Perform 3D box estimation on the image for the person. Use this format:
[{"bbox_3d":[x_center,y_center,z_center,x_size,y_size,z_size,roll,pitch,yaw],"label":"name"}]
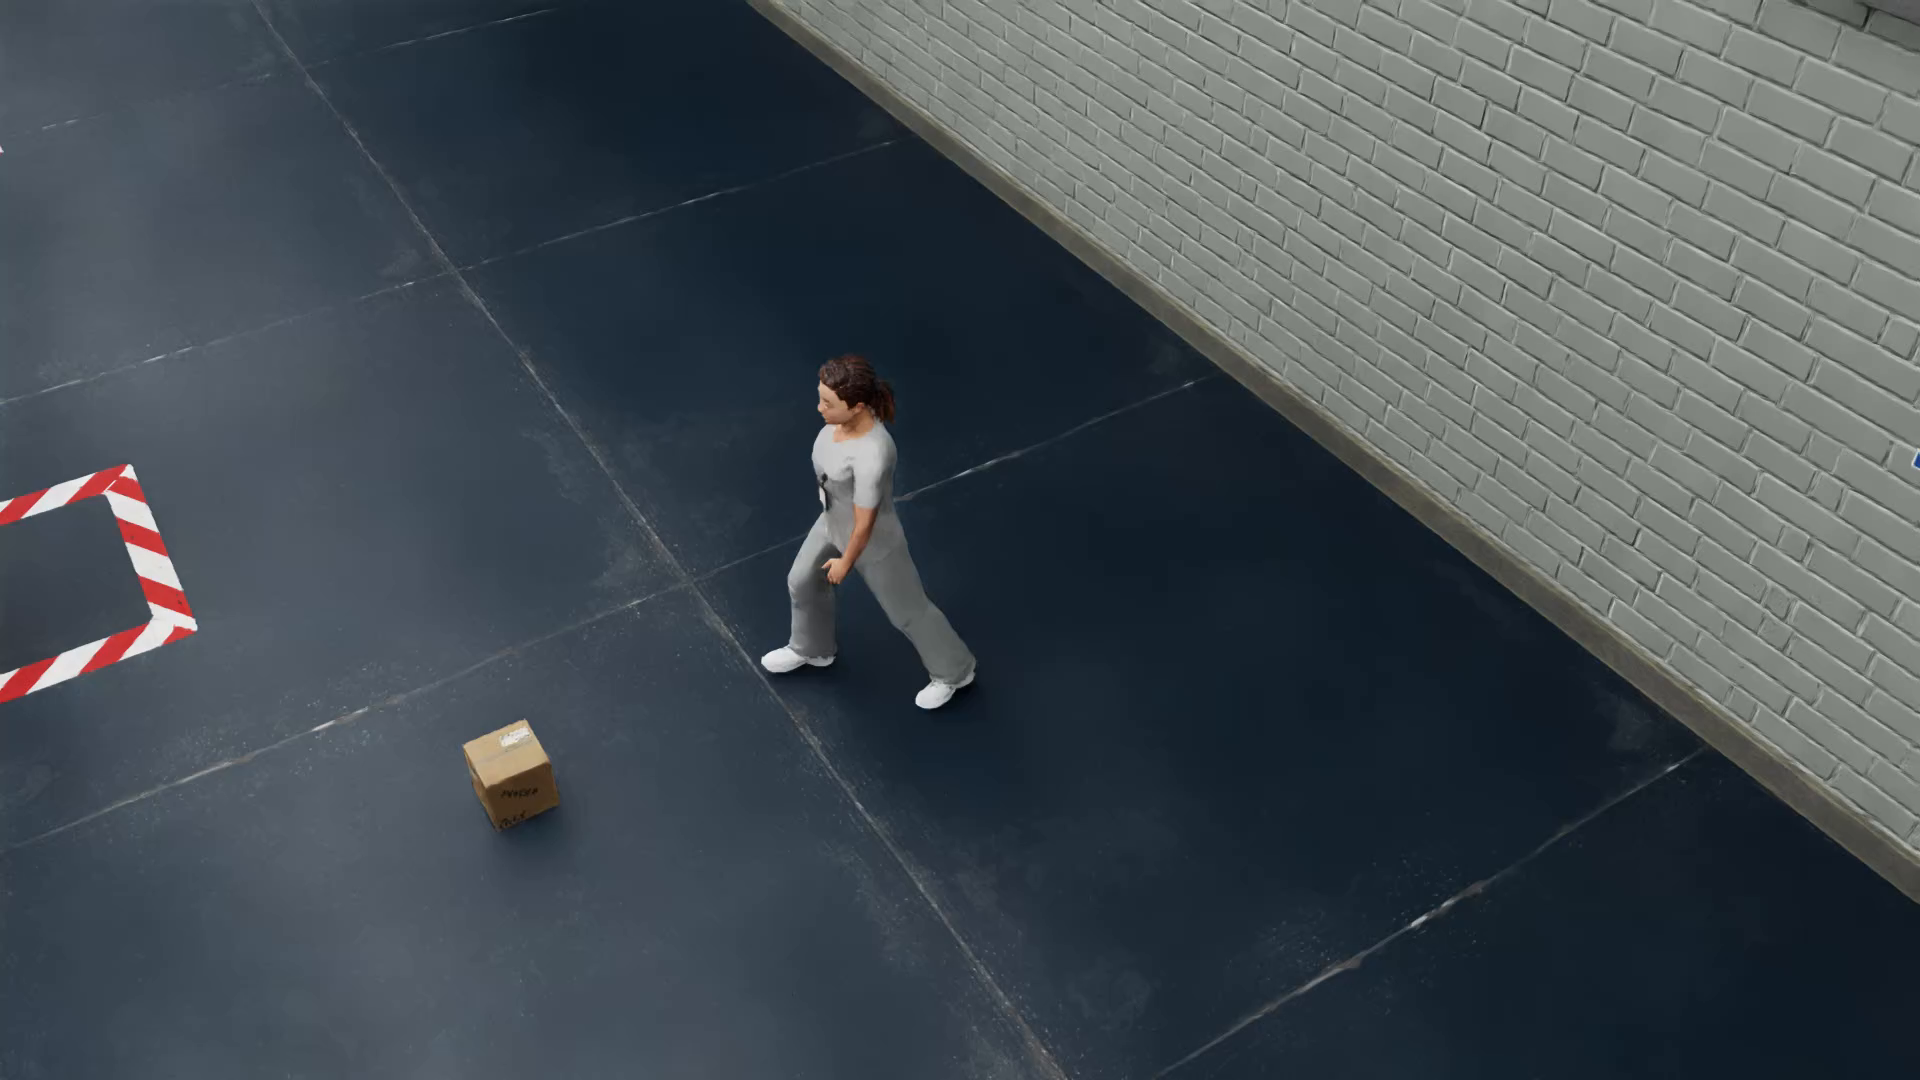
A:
[{"bbox_3d":[-0.359,-0.040,6.226,0.788,1.629,0.534,-15,43,-17],"label":"person"}]
